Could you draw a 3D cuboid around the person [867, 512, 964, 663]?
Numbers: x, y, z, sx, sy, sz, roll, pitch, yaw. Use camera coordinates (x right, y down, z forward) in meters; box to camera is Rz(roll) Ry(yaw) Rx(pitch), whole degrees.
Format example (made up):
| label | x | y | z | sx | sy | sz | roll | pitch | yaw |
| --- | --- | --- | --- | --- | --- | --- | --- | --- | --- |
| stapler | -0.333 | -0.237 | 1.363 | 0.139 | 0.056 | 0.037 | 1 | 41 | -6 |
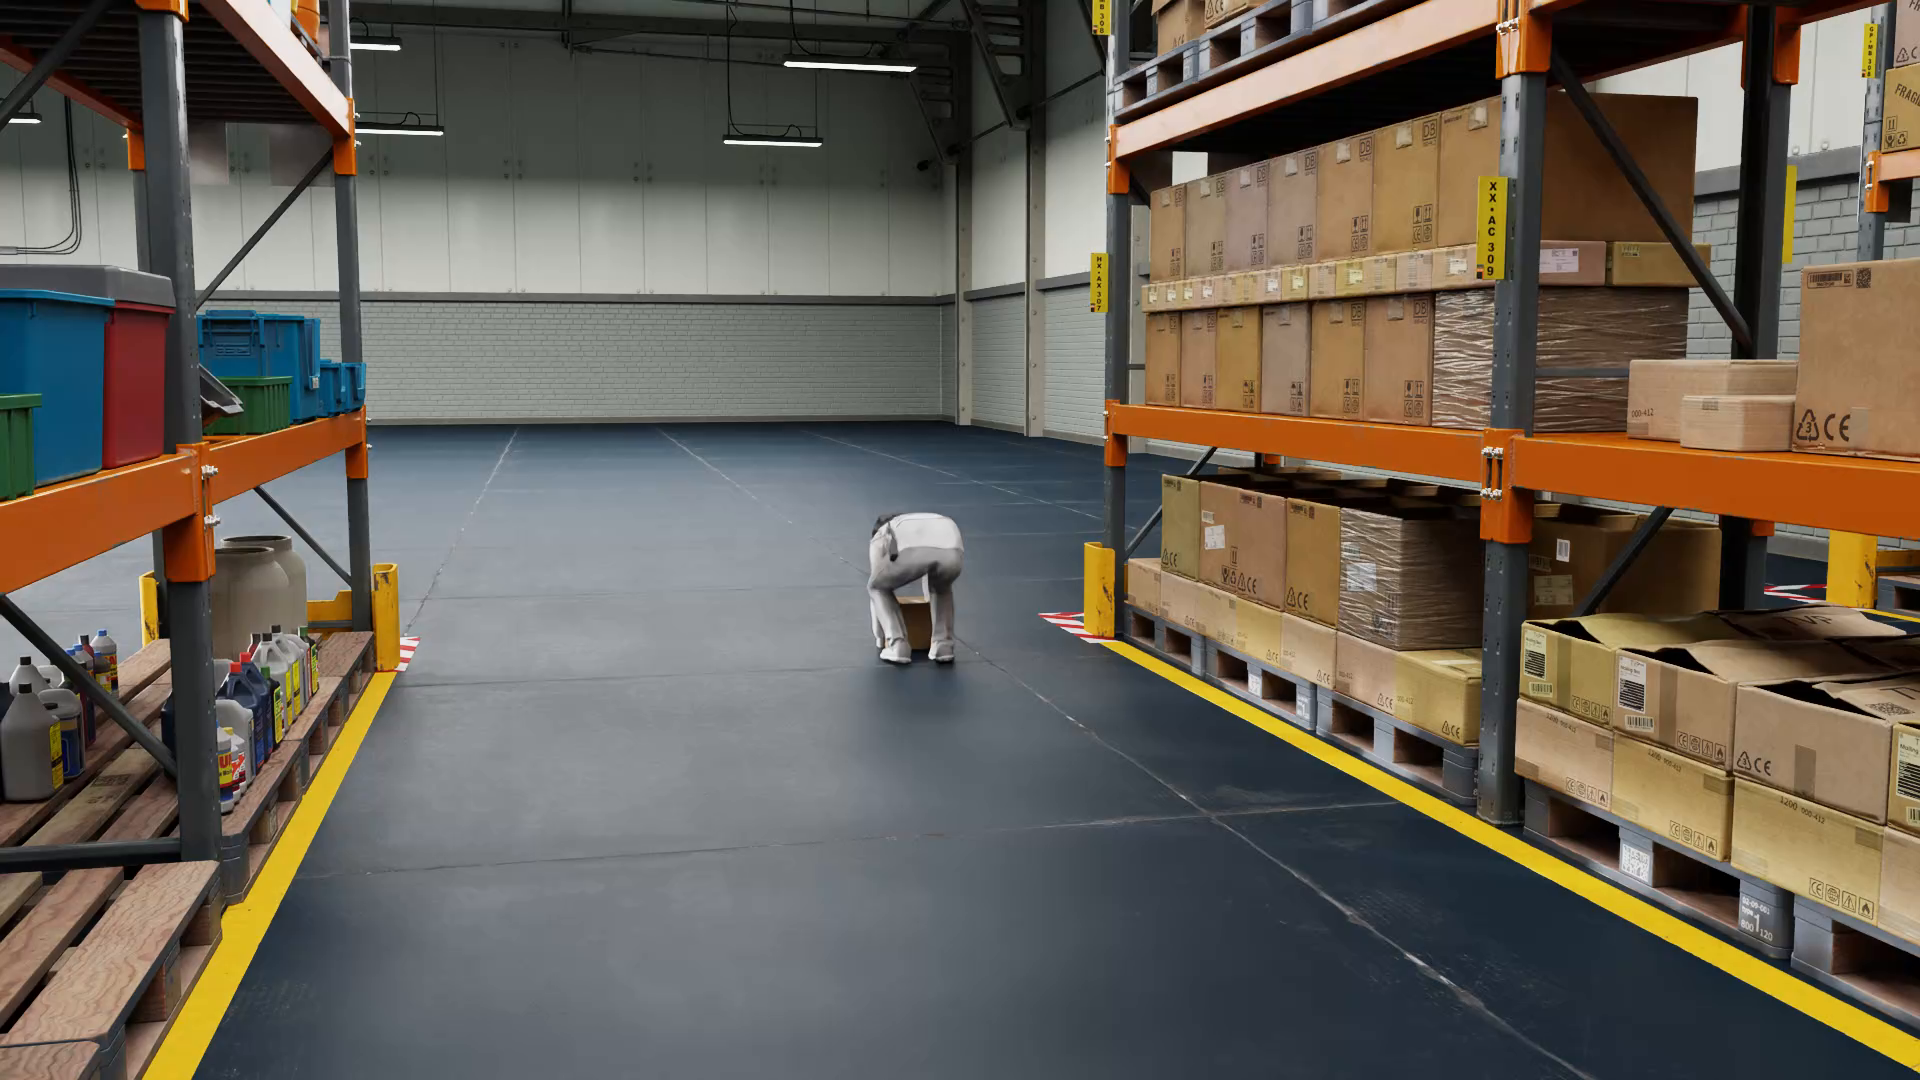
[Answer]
| label | x | y | z | sx | sy | sz | roll | pitch | yaw |
| --- | --- | --- | --- | --- | --- | --- | --- | --- | --- |
| person | -0.257 | 0.235 | 8.721 | 0.461 | 0.784 | 0.911 | -2 | 6 | -16 |
